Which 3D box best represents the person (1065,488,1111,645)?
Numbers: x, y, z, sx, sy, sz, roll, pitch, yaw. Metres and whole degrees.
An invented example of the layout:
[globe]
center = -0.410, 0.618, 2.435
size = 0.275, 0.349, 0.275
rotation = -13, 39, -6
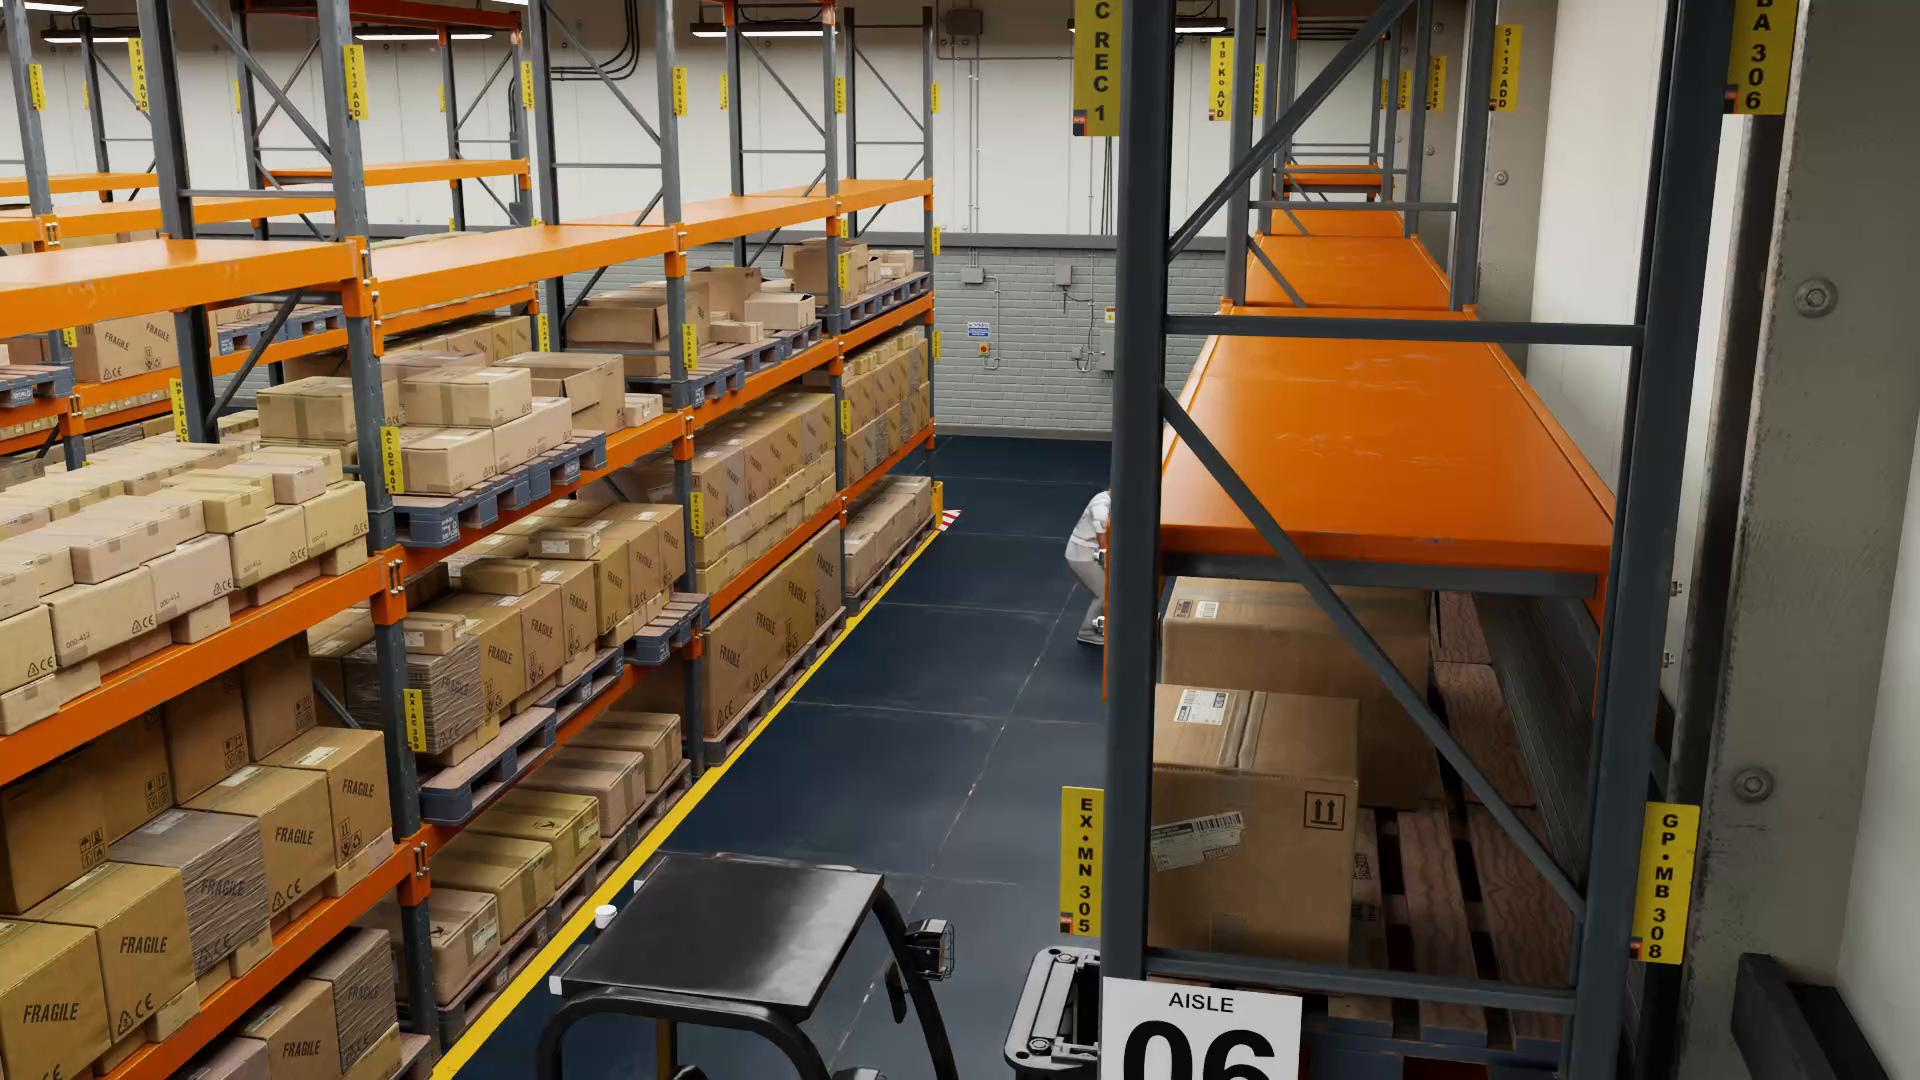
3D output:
[person]
center = 1.332, 0.165, 15.704
size = 0.657, 1.594, 0.581
rotation = 3, 15, 12
